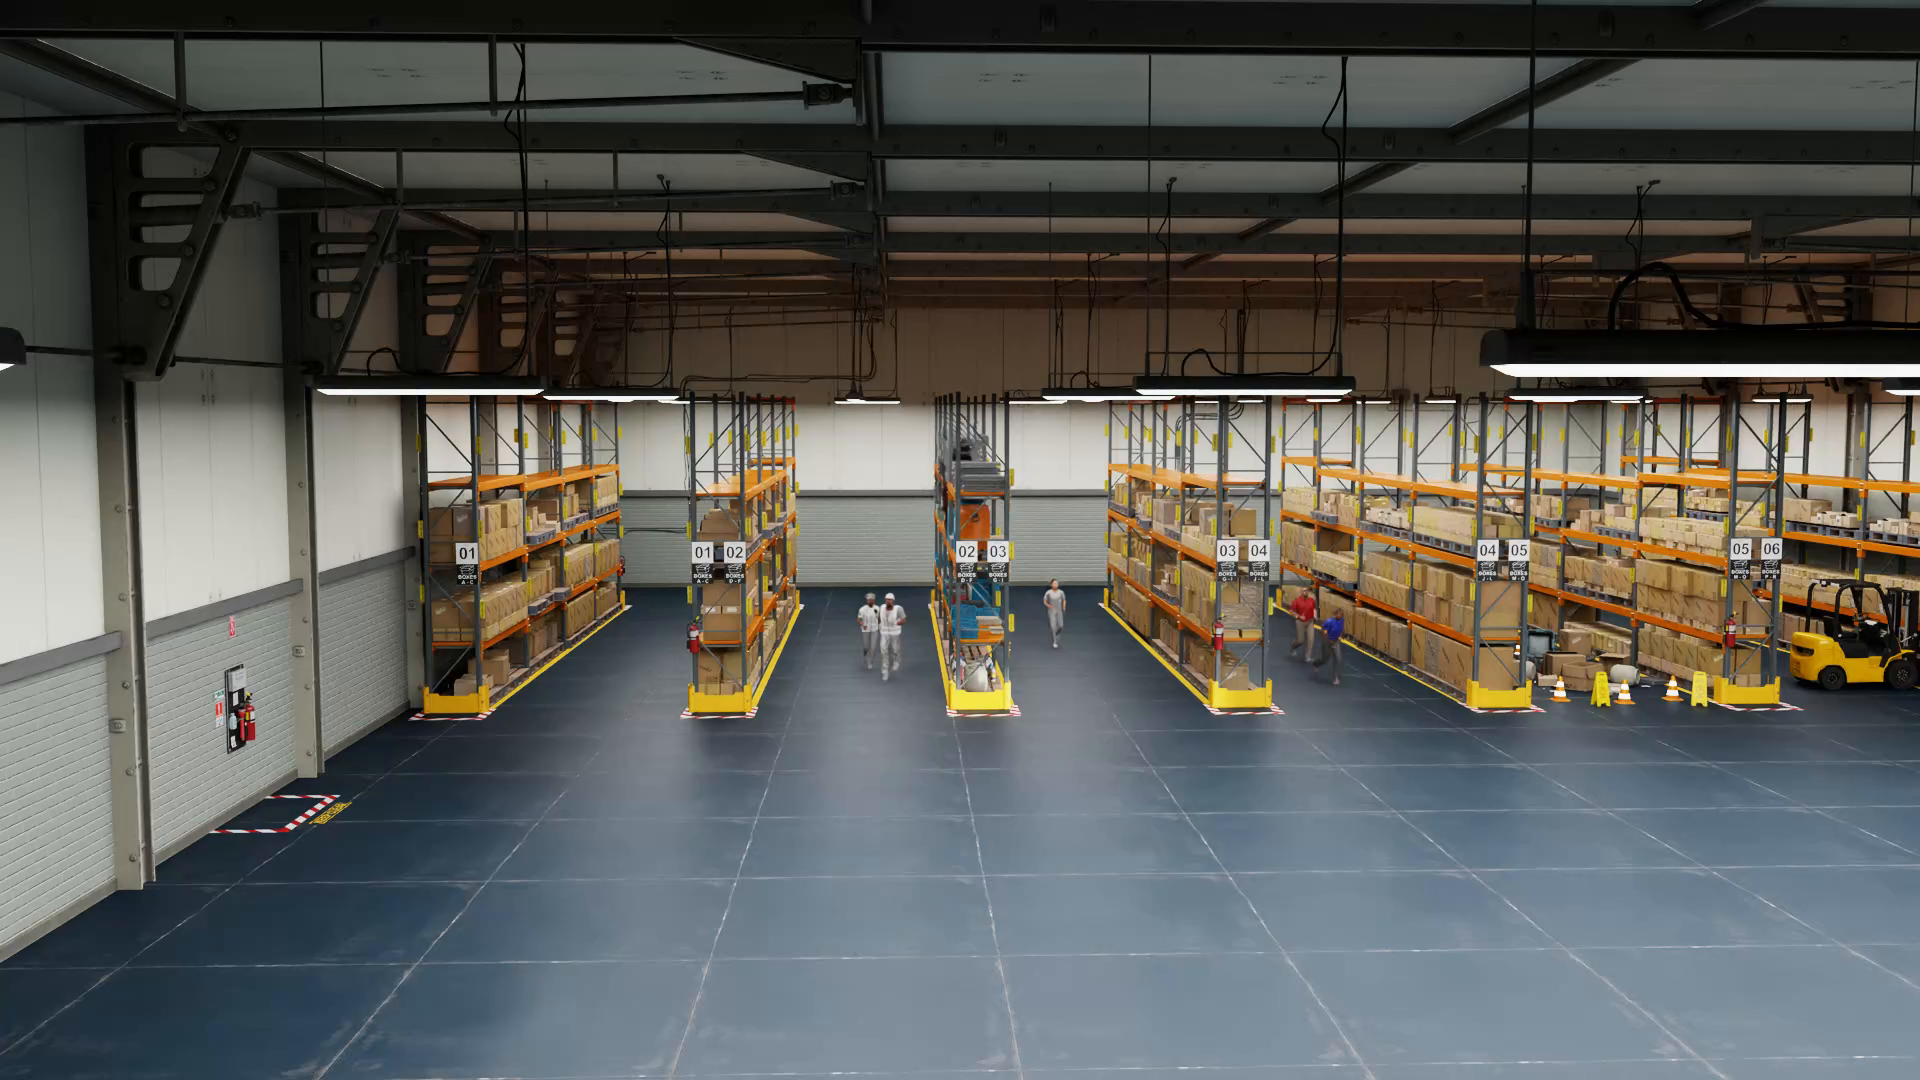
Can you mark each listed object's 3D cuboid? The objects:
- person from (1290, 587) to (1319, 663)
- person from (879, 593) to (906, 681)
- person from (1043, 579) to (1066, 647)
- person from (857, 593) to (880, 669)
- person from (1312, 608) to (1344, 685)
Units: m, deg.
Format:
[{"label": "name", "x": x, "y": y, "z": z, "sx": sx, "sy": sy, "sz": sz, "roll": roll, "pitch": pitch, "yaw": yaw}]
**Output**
[{"label": "person", "x": 7.744, "y": 1.884, "z": 37.393, "sx": 0.674, "sy": 1.682, "sz": 0.782, "roll": -1, "pitch": 5, "yaw": -11}, {"label": "person", "x": -1.428, "y": 2.033, "z": 35.210, "sx": 0.632, "sy": 1.843, "sz": 1.006, "roll": 1, "pitch": 5, "yaw": 7}, {"label": "person", "x": 2.272, "y": 1.741, "z": 39.668, "sx": 0.564, "sy": 1.629, "sz": 0.566, "roll": -1, "pitch": 5, "yaw": -8}, {"label": "person", "x": -1.961, "y": 1.979, "z": 36.425, "sx": 0.562, "sy": 1.655, "sz": 0.589, "roll": -1, "pitch": 5, "yaw": -11}, {"label": "person", "x": 7.688, "y": 2.185, "z": 34.703, "sx": 0.601, "sy": 1.600, "sz": 0.956, "roll": -2, "pitch": 5, "yaw": -28}]
